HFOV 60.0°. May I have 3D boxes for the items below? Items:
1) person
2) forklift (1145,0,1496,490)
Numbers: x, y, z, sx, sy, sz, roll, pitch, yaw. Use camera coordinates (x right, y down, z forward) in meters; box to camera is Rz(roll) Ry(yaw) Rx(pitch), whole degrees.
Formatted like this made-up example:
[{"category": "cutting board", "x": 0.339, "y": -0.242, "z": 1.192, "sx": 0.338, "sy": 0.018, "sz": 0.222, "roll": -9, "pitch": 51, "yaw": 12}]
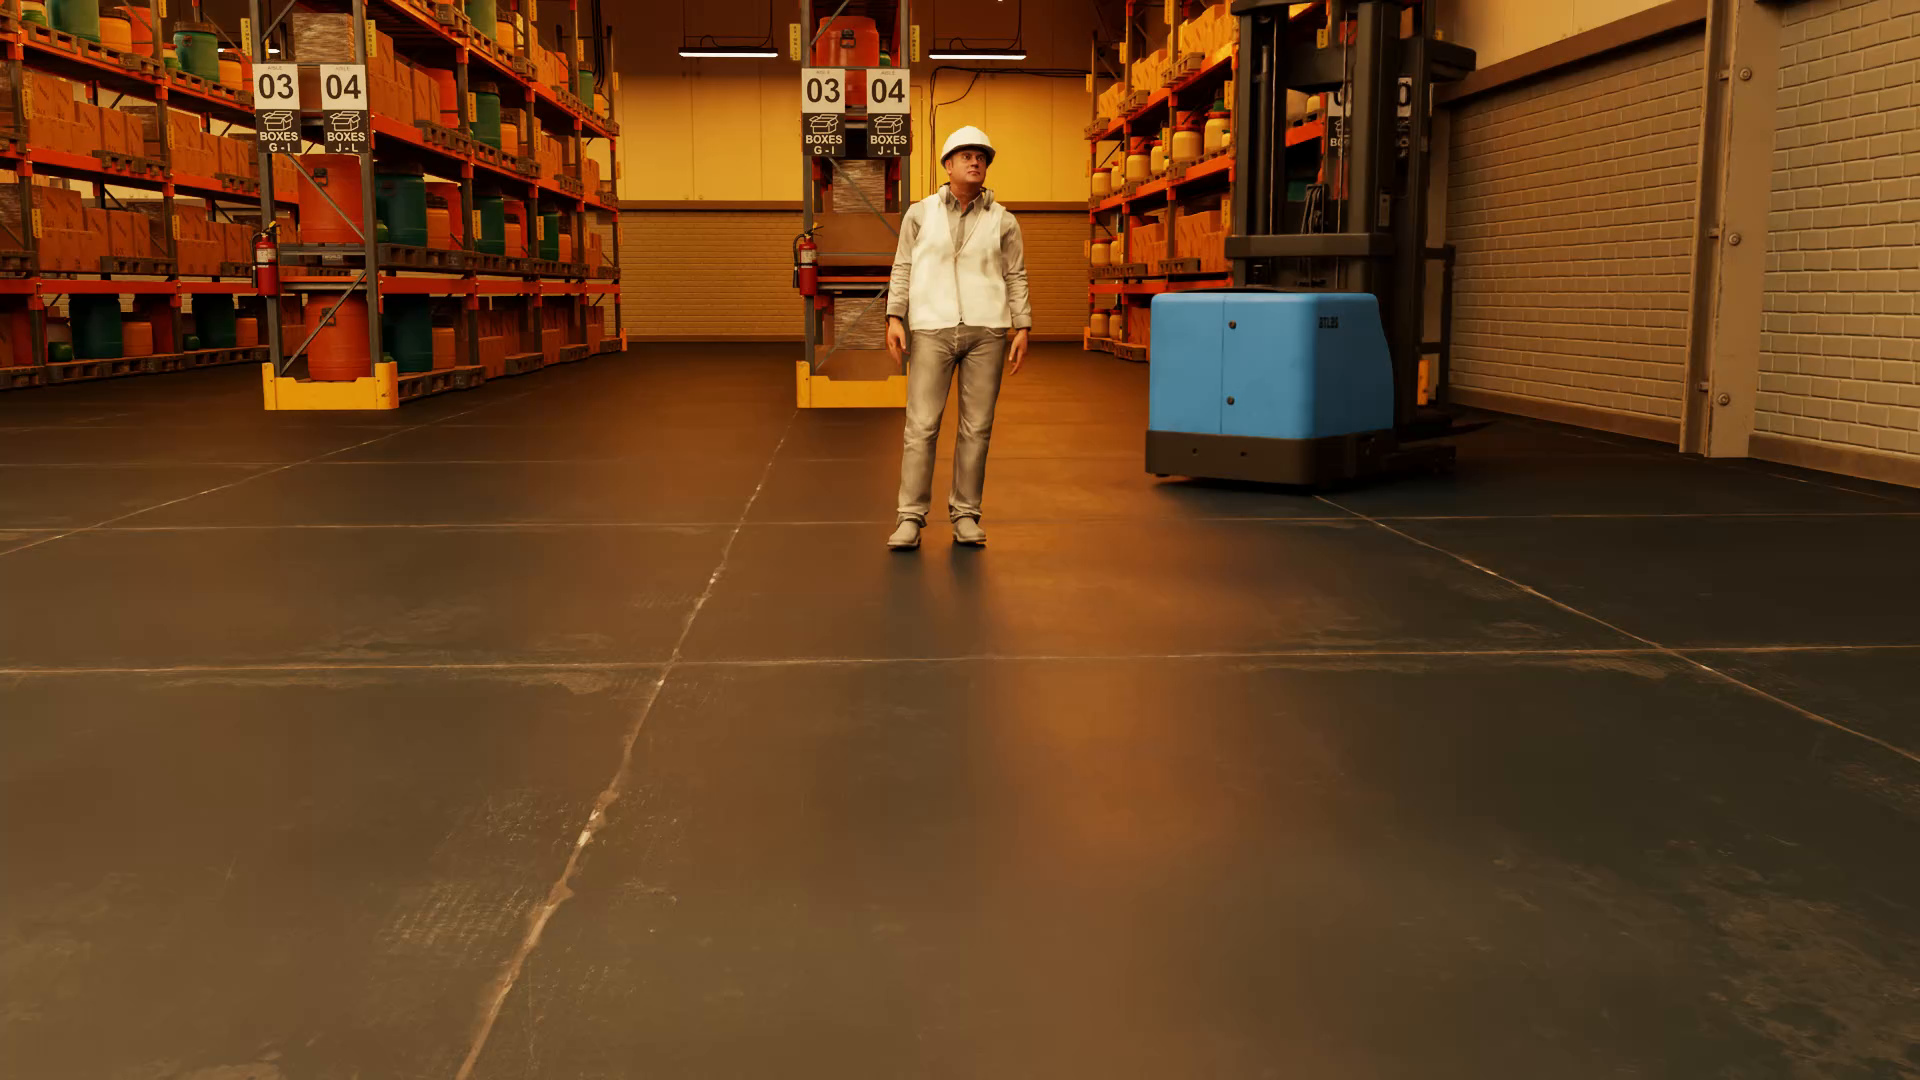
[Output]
[{"category": "person", "x": -0.004, "y": -0.876, "z": 7.117, "sx": 0.633, "sy": 1.774, "sz": 0.568, "roll": -1, "pitch": 8, "yaw": -4}, {"category": "forklift", "x": 2.373, "y": -1.884, "z": 10.021, "sx": 1.130, "sy": 2.935, "sz": 3.031, "roll": 7, "pitch": 11, "yaw": 39}]
